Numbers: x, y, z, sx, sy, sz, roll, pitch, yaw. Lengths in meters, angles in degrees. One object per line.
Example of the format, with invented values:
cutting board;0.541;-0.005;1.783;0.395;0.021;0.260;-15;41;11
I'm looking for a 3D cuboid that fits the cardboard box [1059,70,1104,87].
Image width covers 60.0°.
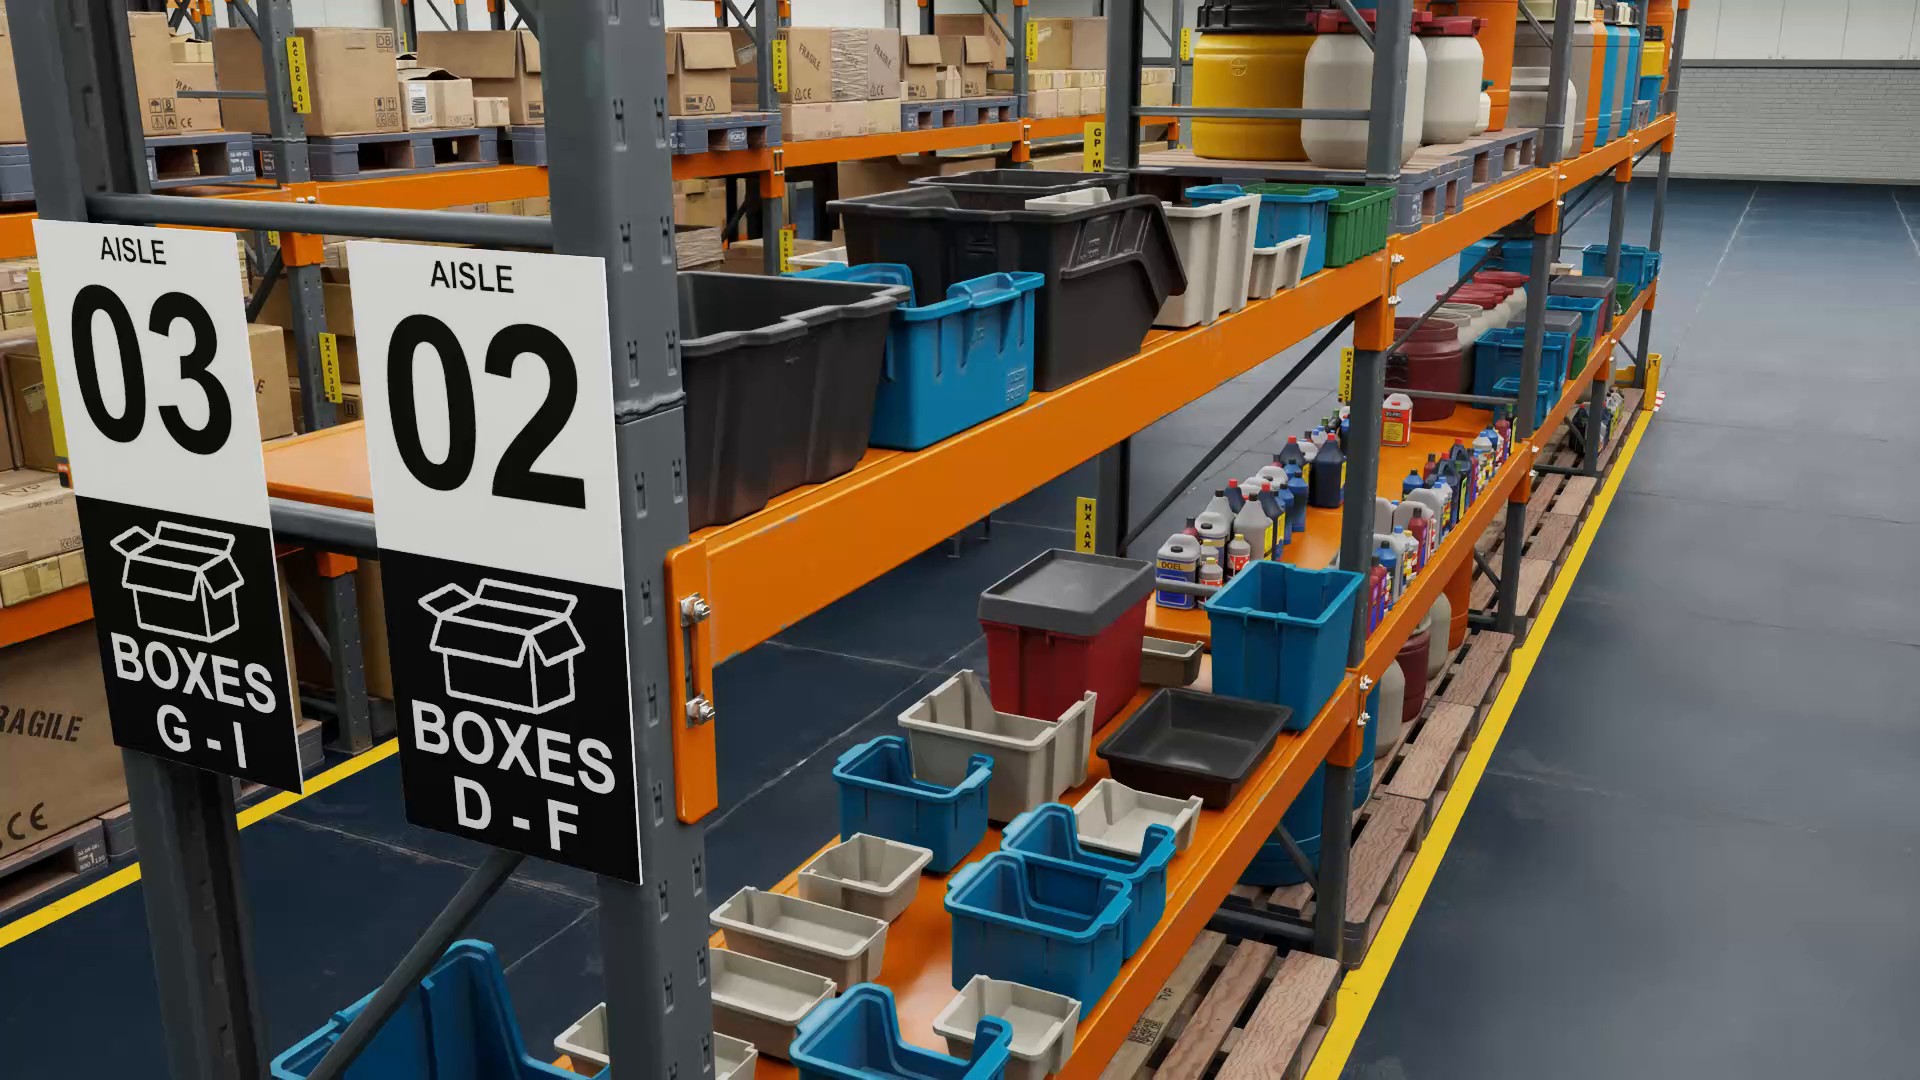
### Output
cardboard box;1.173;-4.471;16.103;0.380;0.149;0.250;9;19;27

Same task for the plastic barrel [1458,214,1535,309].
plastic barrel;4.106;-2.013;12.654;0.600;0.901;0.708;8;18;25

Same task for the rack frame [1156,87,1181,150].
rack frame;1.906;-3.482;18.479;1.000;3.000;0.127;8;18;25

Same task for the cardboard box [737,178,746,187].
cardboard box;-2.850;-4.487;19.702;0.875;0.550;0.550;8;18;25

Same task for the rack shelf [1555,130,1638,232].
rack shelf;3.656;-2.416;10.887;1.077;0.370;4.000;8;18;25

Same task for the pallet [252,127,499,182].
pallet;-3.091;-2.011;8.595;0.805;0.209;1.217;7;18;23

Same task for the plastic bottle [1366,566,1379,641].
plastic bottle;1.520;0.222;6.215;0.061;0.283;0.133;8;18;25

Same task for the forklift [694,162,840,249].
forklift;-1.709;-2.356;14.809;1.130;2.935;3.031;7;18;23

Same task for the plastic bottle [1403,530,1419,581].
plastic bottle;1.849;0.062;6.897;0.097;0.201;0.097;0;17;0

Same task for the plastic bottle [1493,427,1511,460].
plastic bottle;2.895;-0.534;8.904;0.097;0.201;0.097;0;17;0

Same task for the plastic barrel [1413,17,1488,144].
plastic barrel;2.105;-2.048;7.405;0.433;0.535;0.433;0;17;0

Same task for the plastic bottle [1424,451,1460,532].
plastic bottle;2.201;-0.226;7.602;0.144;0.351;0.185;8;18;25

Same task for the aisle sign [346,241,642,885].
aisle sign;-0.579;0.034;2.077;0.394;0.787;0.004;8;18;25

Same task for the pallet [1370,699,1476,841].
pallet;1.901;1.038;8.157;1.003;0.211;1.213;8;18;25

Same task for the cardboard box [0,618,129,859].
cardboard box;-4.225;0.779;7.127;0.875;0.875;0.875;8;18;25

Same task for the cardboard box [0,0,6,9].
cardboard box;-3.882;-2.281;6.762;0.500;0.250;0.500;7;18;22

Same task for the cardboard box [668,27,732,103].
cardboard box;-1.680;-3.323;11.622;0.500;0.500;0.500;9;19;27

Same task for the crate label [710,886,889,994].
crate label;-0.365;0.945;3.933;0.396;0.136;0.243;8;18;25

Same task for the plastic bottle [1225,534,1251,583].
plastic bottle;1.145;0.077;6.847;0.097;0.201;0.097;0;17;0

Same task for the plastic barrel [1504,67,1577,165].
plastic barrel;3.175;-2.346;9.189;0.421;0.512;0.421;0;17;0

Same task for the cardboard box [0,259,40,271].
cardboard box;-6.567;-1.889;11.773;0.380;0.149;0.250;9;19;27

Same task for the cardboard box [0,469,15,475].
cardboard box;-4.354;-0.151;7.005;0.500;0.250;0.500;9;19;27

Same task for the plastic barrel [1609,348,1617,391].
plastic barrel;6.111;-1.683;16.055;0.421;0.512;0.421;0;17;0

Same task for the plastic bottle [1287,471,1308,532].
plastic bottle;1.534;-0.179;7.584;0.097;0.271;0.097;0;17;0

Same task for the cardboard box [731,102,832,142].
cardboard box;-1.231;-2.897;11.506;0.500;0.250;0.500;8;19;26

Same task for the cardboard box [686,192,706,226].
cardboard box;-3.400;-3.700;18.951;0.875;0.550;0.500;8;18;25

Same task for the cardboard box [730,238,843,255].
cardboard box;-1.304;-1.991;12.546;0.700;0.500;0.500;11;20;33

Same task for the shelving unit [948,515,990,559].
shelving unit;-0.074;-0.964;11.583;0.431;2.100;0.503;8;18;25

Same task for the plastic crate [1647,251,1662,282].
plastic crate;6.381;-2.615;15.821;0.499;0.251;0.616;8;18;25

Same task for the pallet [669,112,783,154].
pallet;-1.909;-2.621;10.643;1.213;0.211;1.003;9;19;28

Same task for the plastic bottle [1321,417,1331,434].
plastic bottle;1.869;-0.484;8.591;0.061;0.283;0.133;8;18;25

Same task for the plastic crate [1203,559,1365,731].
plastic crate;1.071;0.346;5.513;0.392;0.384;0.575;8;18;25

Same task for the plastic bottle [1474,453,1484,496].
plastic bottle;2.531;-0.327;8.205;0.097;0.201;0.097;0;17;0

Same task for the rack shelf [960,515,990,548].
rack shelf;-0.074;-0.280;11.787;0.431;0.518;0.480;8;18;25

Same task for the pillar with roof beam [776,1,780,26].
pillar with roof beam;-0.625;-12.224;37.374;9.100;9.000;0.400;8;18;25

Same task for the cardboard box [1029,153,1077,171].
cardboard box;0.769;-3.343;15.556;0.500;0.500;0.500;8;18;25

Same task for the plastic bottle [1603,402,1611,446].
plastic bottle;5.366;-0.975;13.918;0.144;0.351;0.185;7;18;23

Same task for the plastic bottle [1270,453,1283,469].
plastic bottle;1.476;-0.260;7.837;0.061;0.283;0.133;8;18;25

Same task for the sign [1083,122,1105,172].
sign;0.483;-1.308;5.875;0.100;0.325;0.005;8;18;25

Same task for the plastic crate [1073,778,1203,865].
plastic crate;0.465;0.784;4.473;0.293;0.136;0.466;8;18;25

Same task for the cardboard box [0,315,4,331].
cardboard box;-6.801;-1.468;11.402;0.380;0.149;0.250;7;18;23

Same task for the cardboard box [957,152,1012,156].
cardboard box;0.295;-3.410;15.783;0.500;0.500;0.500;8;18;25

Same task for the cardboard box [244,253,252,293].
cardboard box;-6.100;-2.298;14.316;0.500;0.500;0.500;8;18;25

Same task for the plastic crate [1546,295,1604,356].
plastic crate;4.335;-1.505;11.850;0.392;0.384;0.575;8;18;25

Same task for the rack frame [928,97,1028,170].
rack frame;0.118;-2.463;15.048;1.000;3.000;0.127;8;18;25

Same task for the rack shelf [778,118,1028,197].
rack shelf;-0.775;-3.047;13.009;1.077;0.370;4.000;8;18;25

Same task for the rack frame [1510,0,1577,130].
rack frame;2.762;-3.690;8.642;1.000;3.000;0.127;8;18;25

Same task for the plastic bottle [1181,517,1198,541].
plastic bottle;0.924;0.055;6.777;0.061;0.283;0.133;8;18;25

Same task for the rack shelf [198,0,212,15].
rack shelf;-9.641;-5.554;16.883;1.077;0.370;4.000;8;18;25

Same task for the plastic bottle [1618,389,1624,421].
plastic bottle;5.872;-1.205;14.811;0.061;0.283;0.133;9;19;27

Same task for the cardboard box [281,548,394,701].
cardboard box;-3.188;0.226;8.988;1.225;0.875;0.875;8;18;26

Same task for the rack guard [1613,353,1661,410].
rack guard;6.345;-1.628;16.628;1.175;0.500;0.348;8;18;25

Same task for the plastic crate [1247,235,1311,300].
plastic crate;0.747;-0.734;4.423;0.293;0.136;0.466;8;18;25

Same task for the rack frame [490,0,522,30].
rack frame;-4.274;-5.996;16.406;1.000;3.000;0.127;8;18;25
